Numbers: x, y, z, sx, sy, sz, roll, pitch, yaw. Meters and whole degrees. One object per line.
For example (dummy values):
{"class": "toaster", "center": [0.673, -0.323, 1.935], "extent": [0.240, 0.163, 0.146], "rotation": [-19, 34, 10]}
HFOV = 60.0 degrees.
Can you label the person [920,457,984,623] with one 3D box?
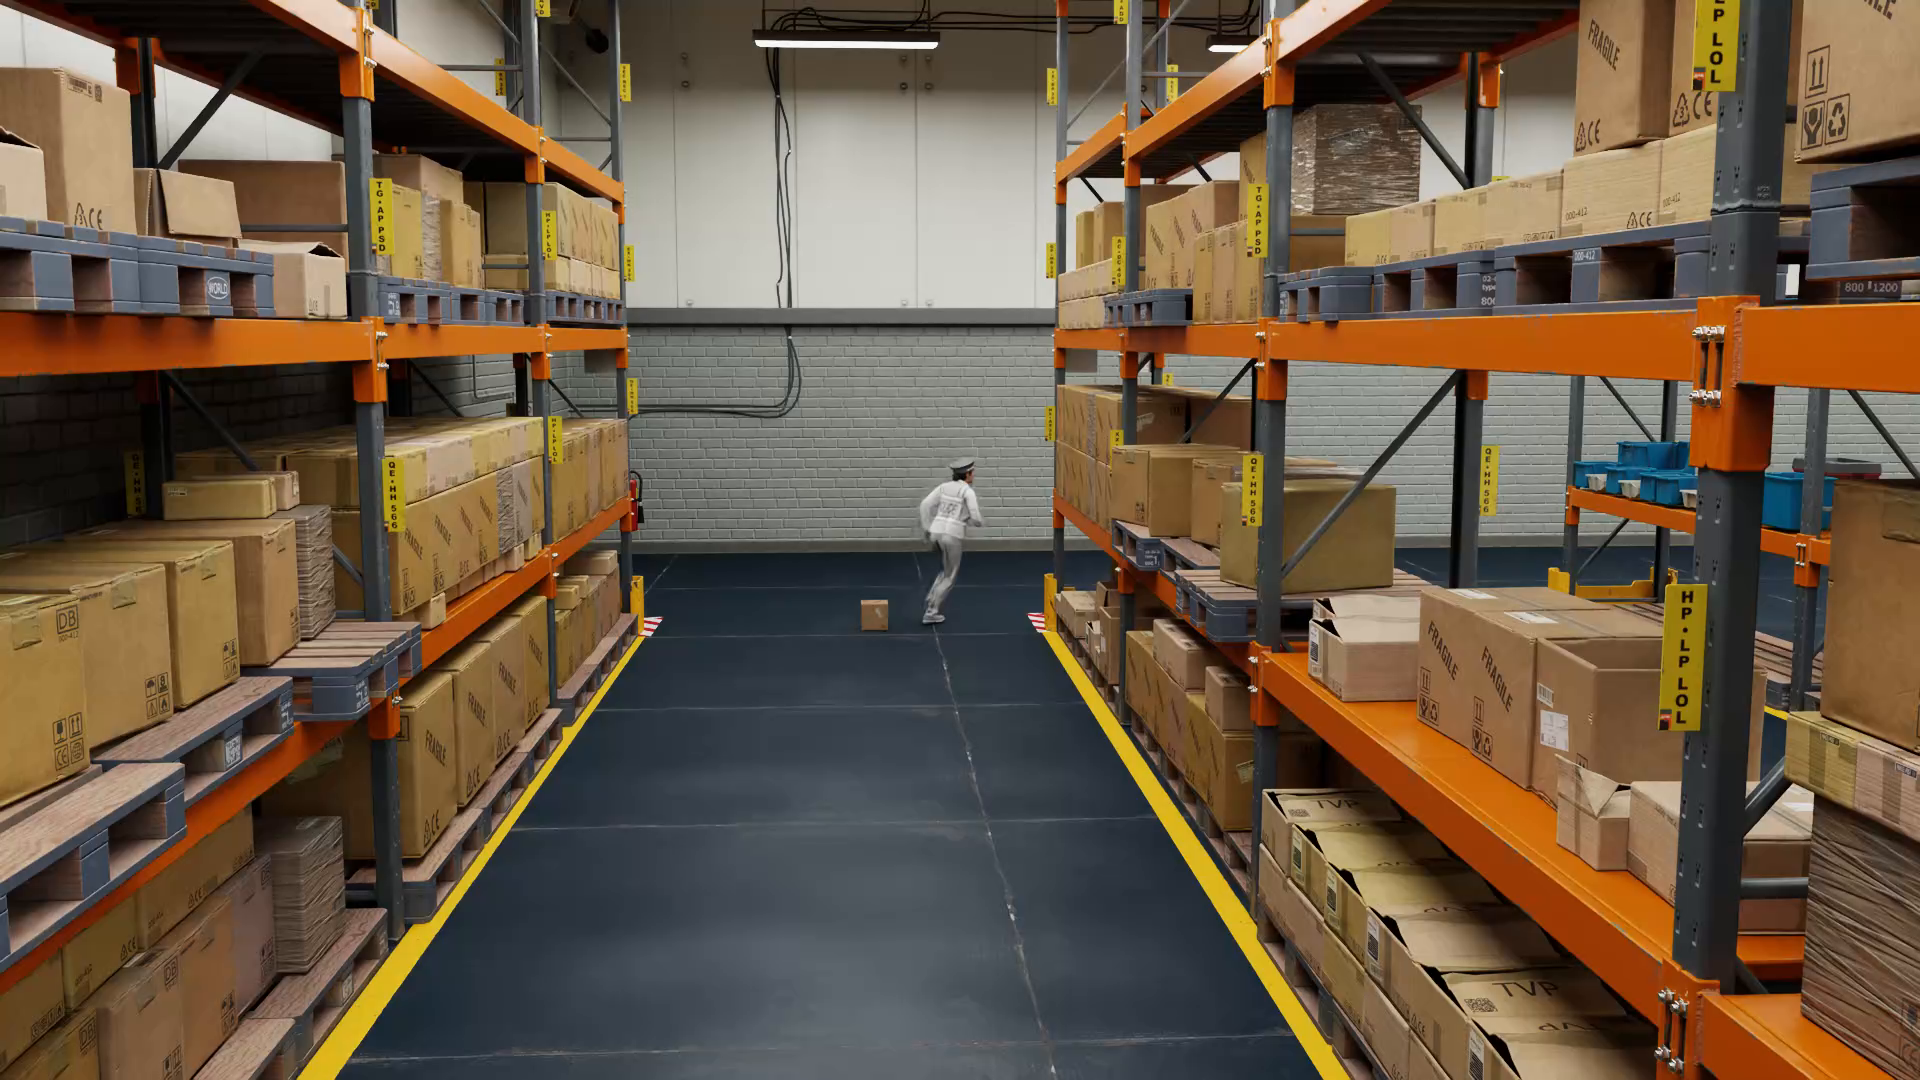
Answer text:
{"class": "person", "center": [-0.079, -0.013, 16.134], "extent": [0.789, 1.581, 0.612], "rotation": [-6, 9, -42]}
